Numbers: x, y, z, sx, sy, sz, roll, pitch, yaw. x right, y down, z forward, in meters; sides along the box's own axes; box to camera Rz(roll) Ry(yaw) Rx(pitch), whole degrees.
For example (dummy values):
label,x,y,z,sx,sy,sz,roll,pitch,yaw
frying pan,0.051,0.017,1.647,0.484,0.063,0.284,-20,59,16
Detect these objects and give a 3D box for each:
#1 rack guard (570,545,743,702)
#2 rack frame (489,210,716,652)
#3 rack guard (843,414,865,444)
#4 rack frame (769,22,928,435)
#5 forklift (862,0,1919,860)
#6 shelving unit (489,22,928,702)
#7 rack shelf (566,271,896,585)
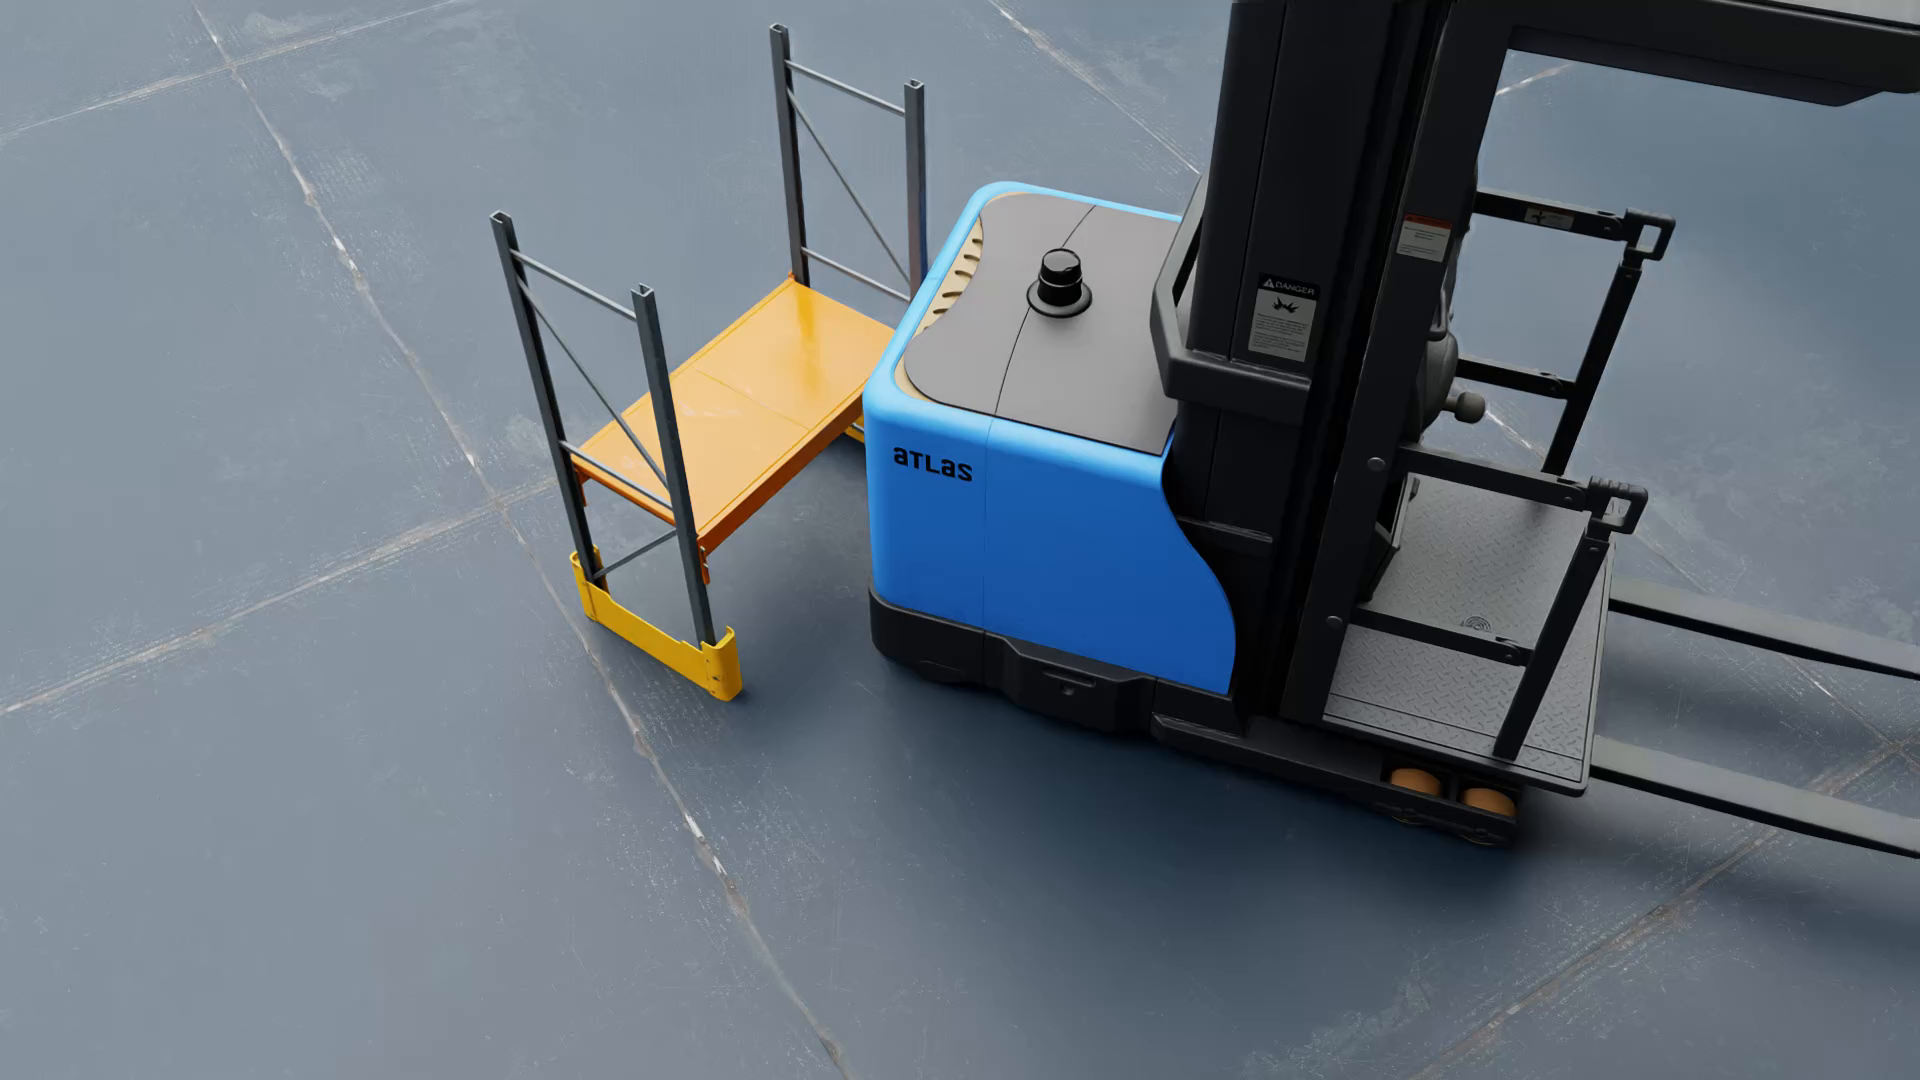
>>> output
label,x,y,z,sx,sy,sz,roll,pitch,yaw
rack guard,-0.889,0.239,4.869,0.587,0.250,0.087,28,54,23
rack frame,-0.900,-0.165,4.392,0.500,1.500,0.032,28,54,23
rack guard,-0.304,-0.363,5.406,0.587,0.250,0.087,28,54,23
rack frame,-0.303,-0.779,4.940,0.500,1.500,0.032,28,54,23
forklift,1.313,-0.599,3.821,3.031,2.935,1.130,15,50,13
shelving unit,-0.596,-0.477,4.671,0.587,1.500,1.083,28,54,23
rack shelf,-0.602,-0.352,4.800,0.538,0.185,1.000,28,54,23
